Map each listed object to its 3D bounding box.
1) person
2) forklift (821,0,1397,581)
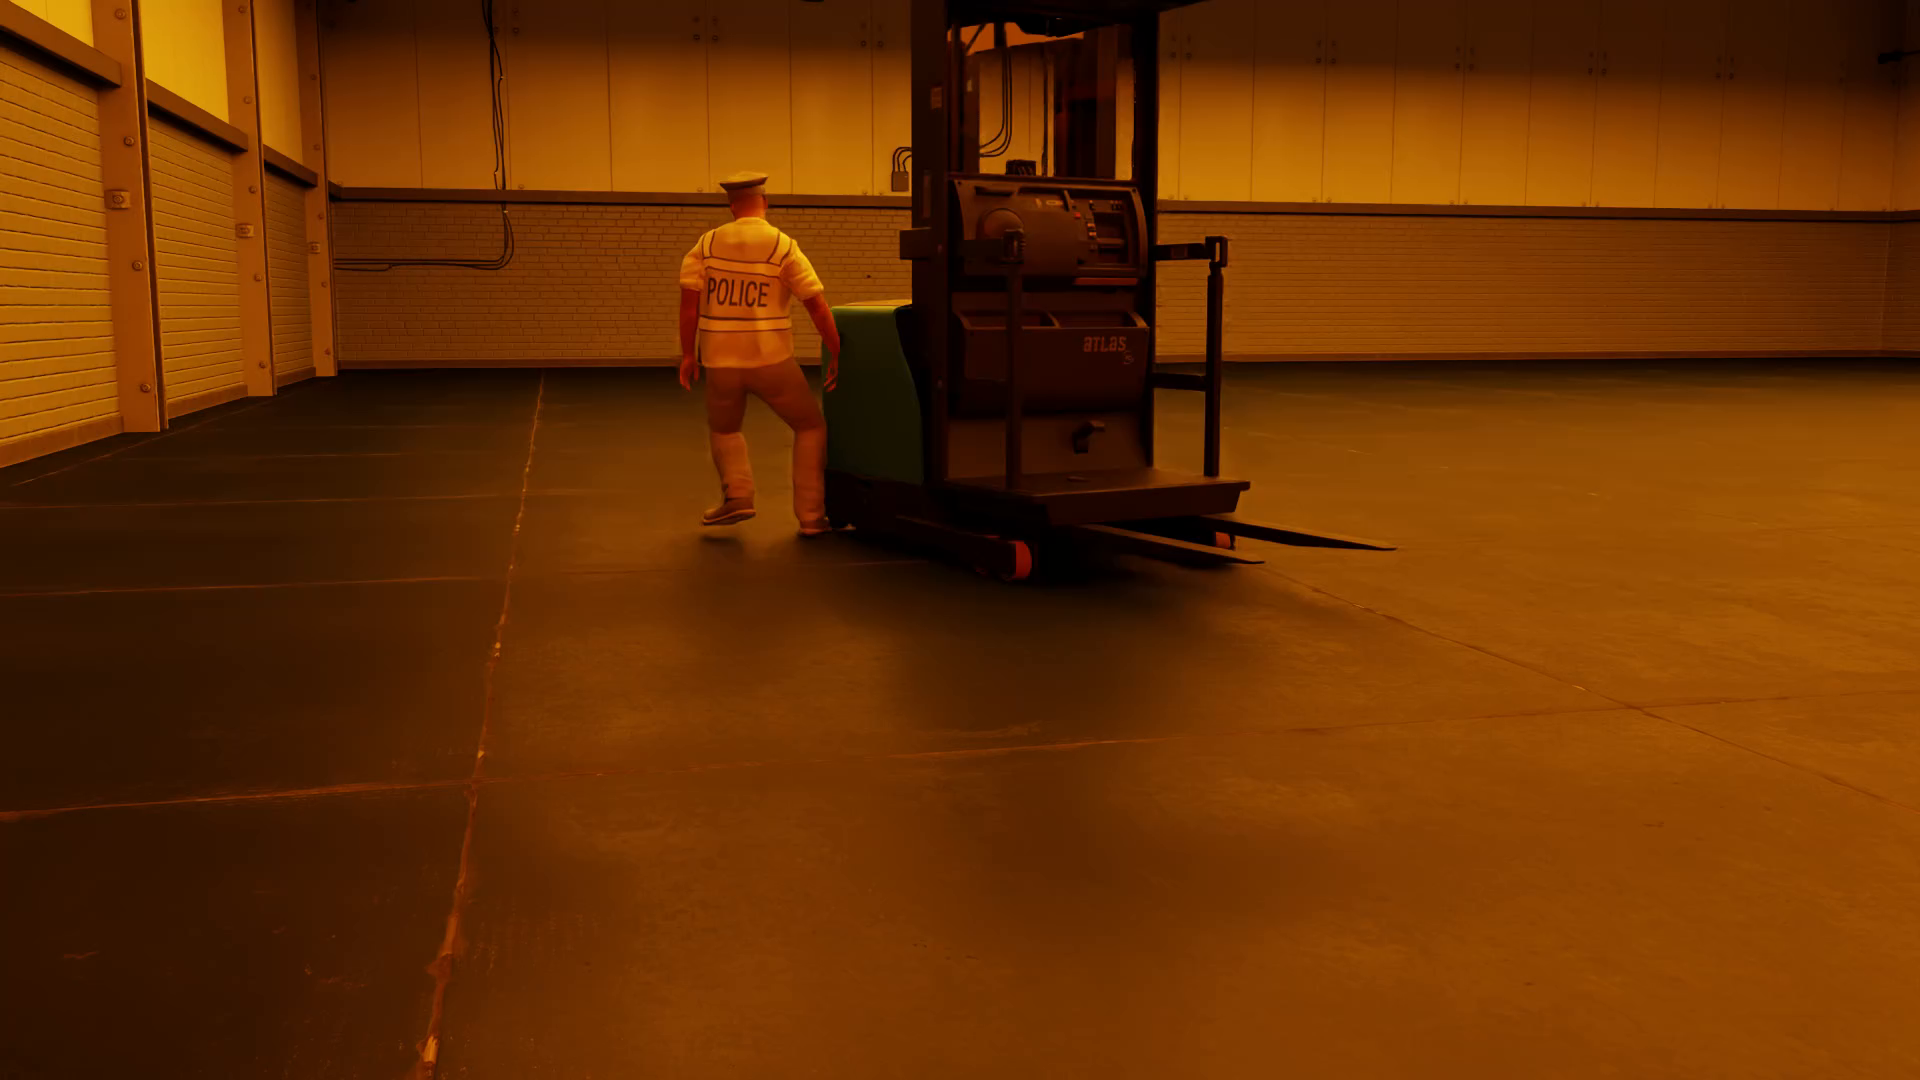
[{"bbox_3d":[-0.926,-0.861,7.799,0.765,1.696,0.556,1,8,10],"label":"person"},{"bbox_3d":[0.501,-1.360,6.853,1.130,2.935,3.031,-5,9,-30],"label":"forklift"}]
